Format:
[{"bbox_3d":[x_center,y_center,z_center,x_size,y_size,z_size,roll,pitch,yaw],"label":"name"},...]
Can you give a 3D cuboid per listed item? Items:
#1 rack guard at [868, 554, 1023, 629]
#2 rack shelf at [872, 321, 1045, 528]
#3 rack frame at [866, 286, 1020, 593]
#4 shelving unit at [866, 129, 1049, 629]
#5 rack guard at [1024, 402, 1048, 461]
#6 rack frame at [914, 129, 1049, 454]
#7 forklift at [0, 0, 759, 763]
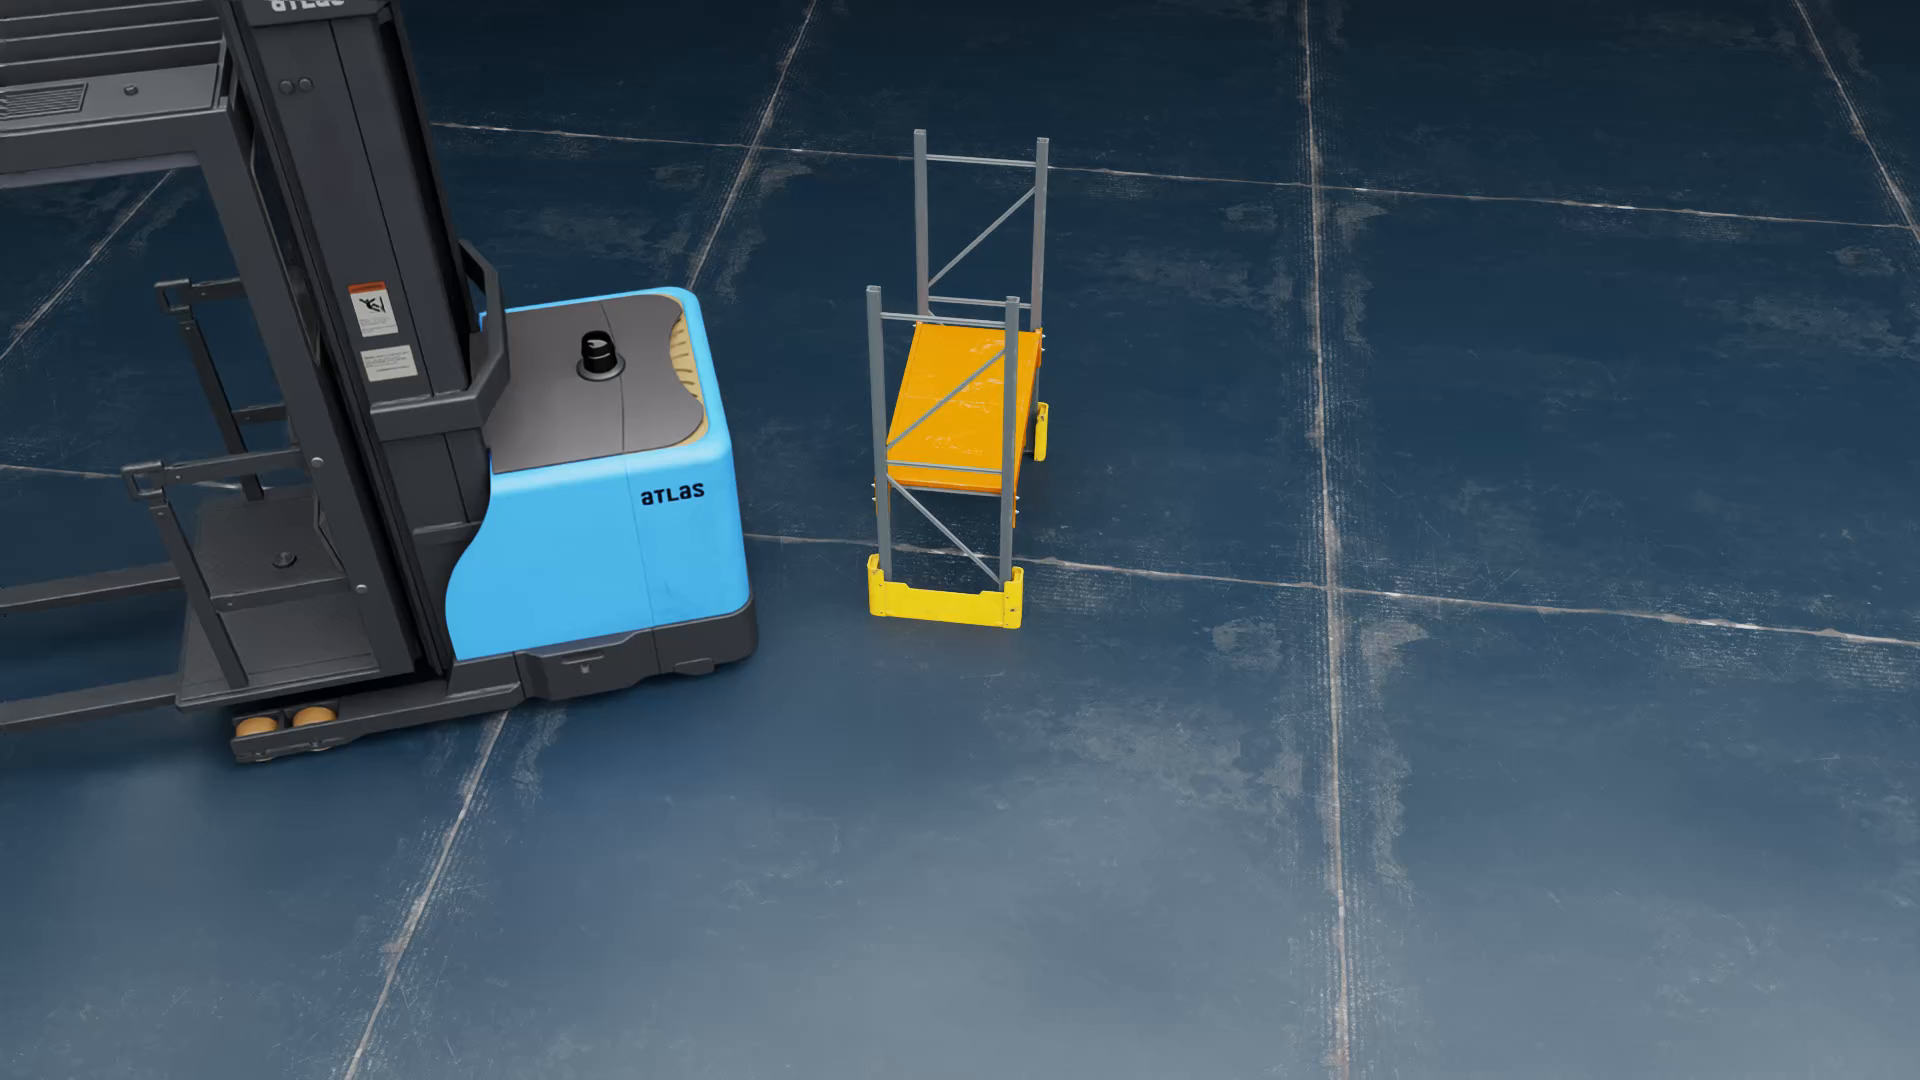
[{"bbox_3d":[-0.056,0.197,6.360,0.587,0.250,0.087,5,44,6],"label":"rack guard"},{"bbox_3d":[0.011,-0.472,6.419,0.538,0.185,1.000,5,44,6],"label":"rack shelf"},{"bbox_3d":[-0.056,-0.256,5.930,0.500,1.500,0.032,5,44,6],"label":"rack frame"},{"bbox_3d":[0.010,-0.597,6.289,0.587,1.500,1.083,5,44,6],"label":"shelving unit"},{"bbox_3d":[0.076,-0.482,7.077,0.587,0.250,0.087,5,44,6],"label":"rack guard"},{"bbox_3d":[0.078,-0.949,6.662,0.500,1.500,0.032,5,44,6],"label":"rack frame"},{"bbox_3d":[-2.331,-0.679,5.336,3.031,2.935,1.130,-10,44,-10],"label":"forklift"}]
